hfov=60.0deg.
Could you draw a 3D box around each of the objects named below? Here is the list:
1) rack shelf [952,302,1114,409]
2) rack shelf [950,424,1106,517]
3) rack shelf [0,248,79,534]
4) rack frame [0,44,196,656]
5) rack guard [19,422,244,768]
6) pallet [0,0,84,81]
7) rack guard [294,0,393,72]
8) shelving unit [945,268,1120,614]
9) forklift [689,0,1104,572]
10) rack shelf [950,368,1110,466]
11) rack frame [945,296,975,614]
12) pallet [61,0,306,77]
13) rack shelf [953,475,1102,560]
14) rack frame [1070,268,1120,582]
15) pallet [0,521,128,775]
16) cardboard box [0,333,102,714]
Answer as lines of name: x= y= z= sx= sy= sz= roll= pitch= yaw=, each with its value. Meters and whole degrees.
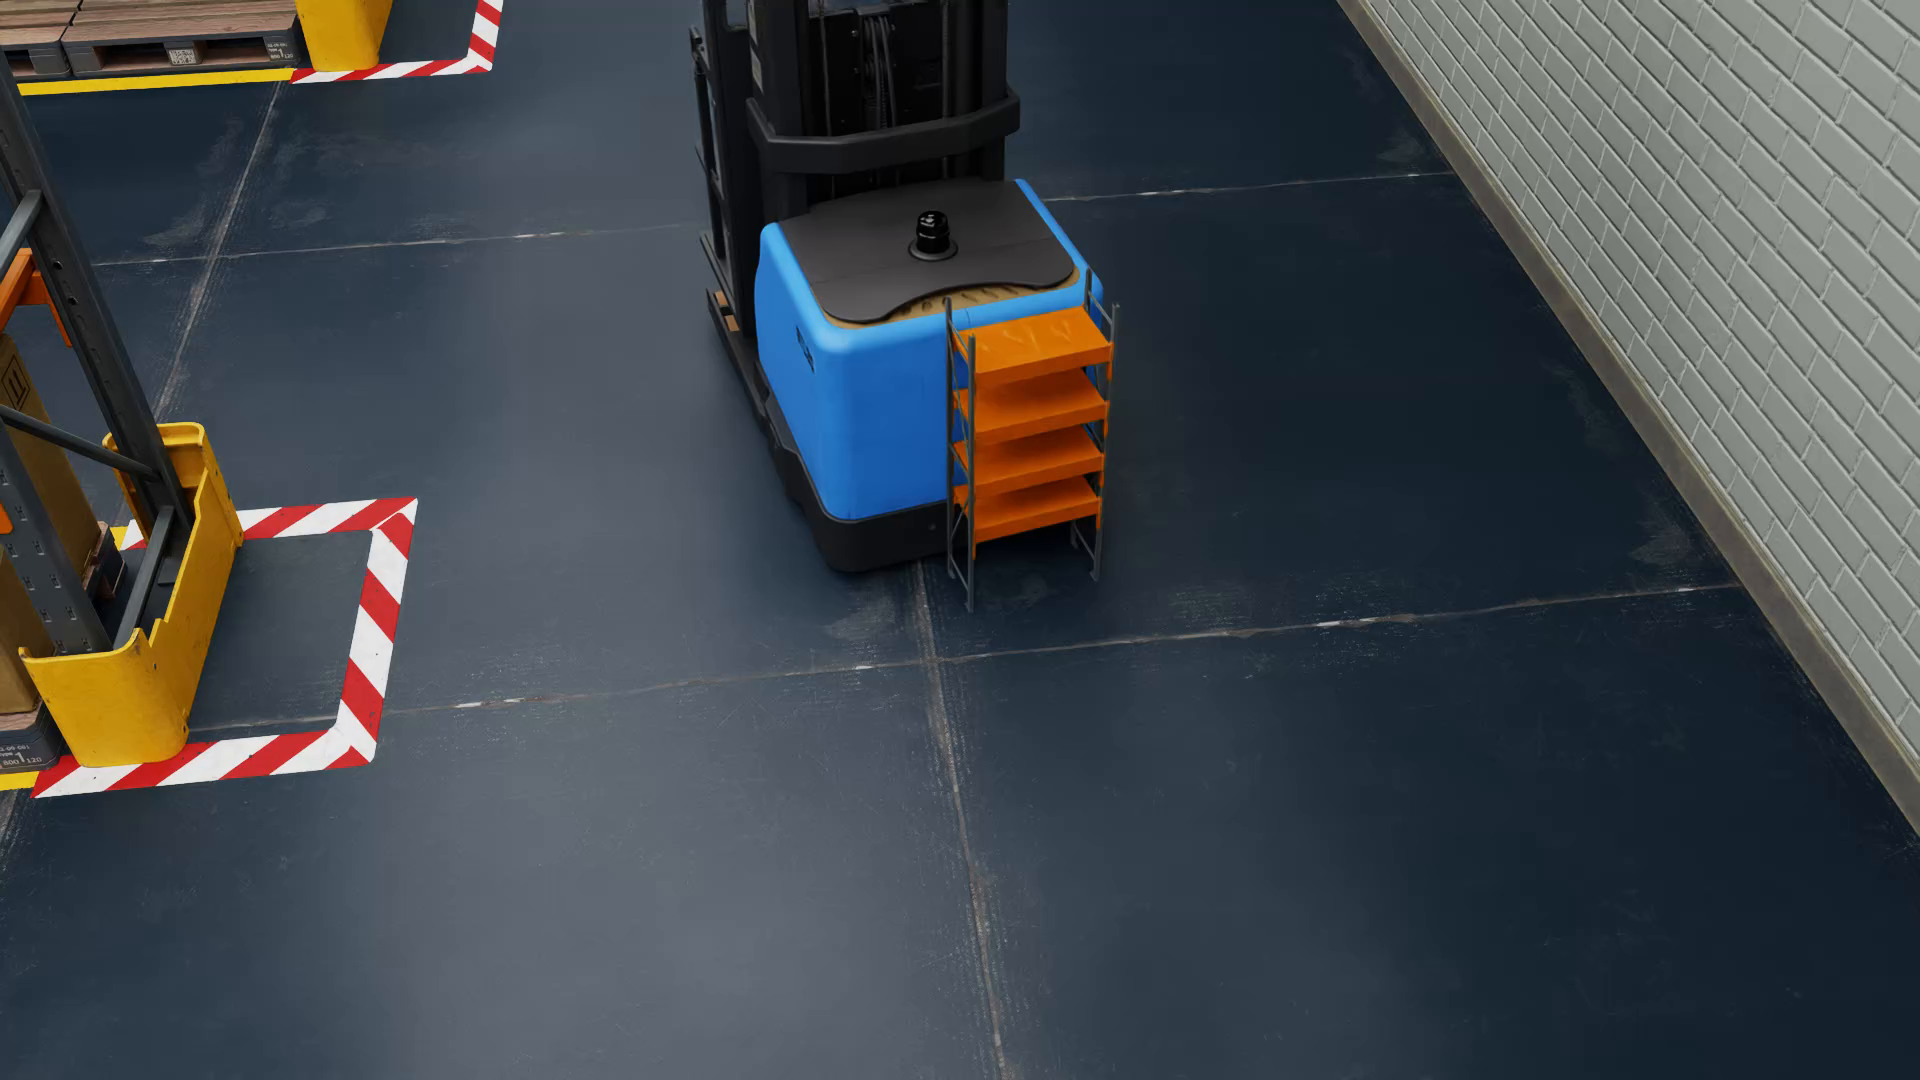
rack shelf: x=0.230 y=-0.606 z=5.439 sx=0.480 sy=0.148 sz=0.258 roll=-14 pitch=44 yaw=-15
rack shelf: x=0.230 y=-0.264 z=5.747 sx=0.480 sy=0.148 sz=0.258 roll=-14 pitch=44 yaw=-15
rack shelf: x=-4.807 y=-0.325 z=4.907 sx=4.000 sy=0.370 sz=1.077 roll=-5 pitch=42 yaw=-6
rack frame: x=-2.824 y=-0.765 z=4.859 sx=0.127 sy=3.000 sz=1.000 roll=-5 pitch=42 yaw=-6
rack guard: x=-2.800 y=0.161 z=5.699 sx=0.348 sy=0.500 sz=1.175 roll=-5 pitch=42 yaw=-6
pallet: x=-5.496 y=-2.870 z=9.274 sx=1.213 sy=0.211 sz=1.003 roll=-5 pitch=42 yaw=-6
rack guard: x=-3.444 y=-3.137 z=9.355 sx=0.348 sy=0.500 sz=1.175 roll=-5 pitch=42 yaw=-6
shelving unit: x=0.230 y=-0.314 z=5.702 sx=0.503 sy=1.200 sz=0.258 roll=-14 pitch=44 yaw=-15
forklift: x=-0.461 y=-1.972 z=6.248 sx=1.130 sy=2.935 sz=3.031 roll=-13 pitch=44 yaw=-14
rack shelf: x=0.230 y=-0.430 z=5.597 sx=0.480 sy=0.148 sz=0.258 roll=-14 pitch=44 yaw=-15
rack frame: x=0.000 y=-0.258 z=5.641 sx=0.015 sy=1.200 sz=0.240 roll=-14 pitch=44 yaw=-15
pallet: x=-4.289 y=-2.974 z=9.389 sx=1.213 sy=0.211 sz=1.003 roll=-5 pitch=42 yaw=-6
rack shelf: x=0.230 y=-0.116 z=5.880 sx=0.480 sy=0.148 sz=0.258 roll=-14 pitch=44 yaw=-15
rack frame: x=0.460 y=-0.369 z=5.763 sx=0.015 sy=1.200 sz=0.240 roll=-14 pitch=44 yaw=-15
pallet: x=-3.607 y=0.391 z=5.658 sx=1.213 sy=0.211 sz=1.003 roll=-5 pitch=42 yaw=-6
cardboard box: x=-3.448 y=-0.024 z=5.310 sx=0.875 sy=0.875 sz=0.875 roll=-5 pitch=42 yaw=-6
